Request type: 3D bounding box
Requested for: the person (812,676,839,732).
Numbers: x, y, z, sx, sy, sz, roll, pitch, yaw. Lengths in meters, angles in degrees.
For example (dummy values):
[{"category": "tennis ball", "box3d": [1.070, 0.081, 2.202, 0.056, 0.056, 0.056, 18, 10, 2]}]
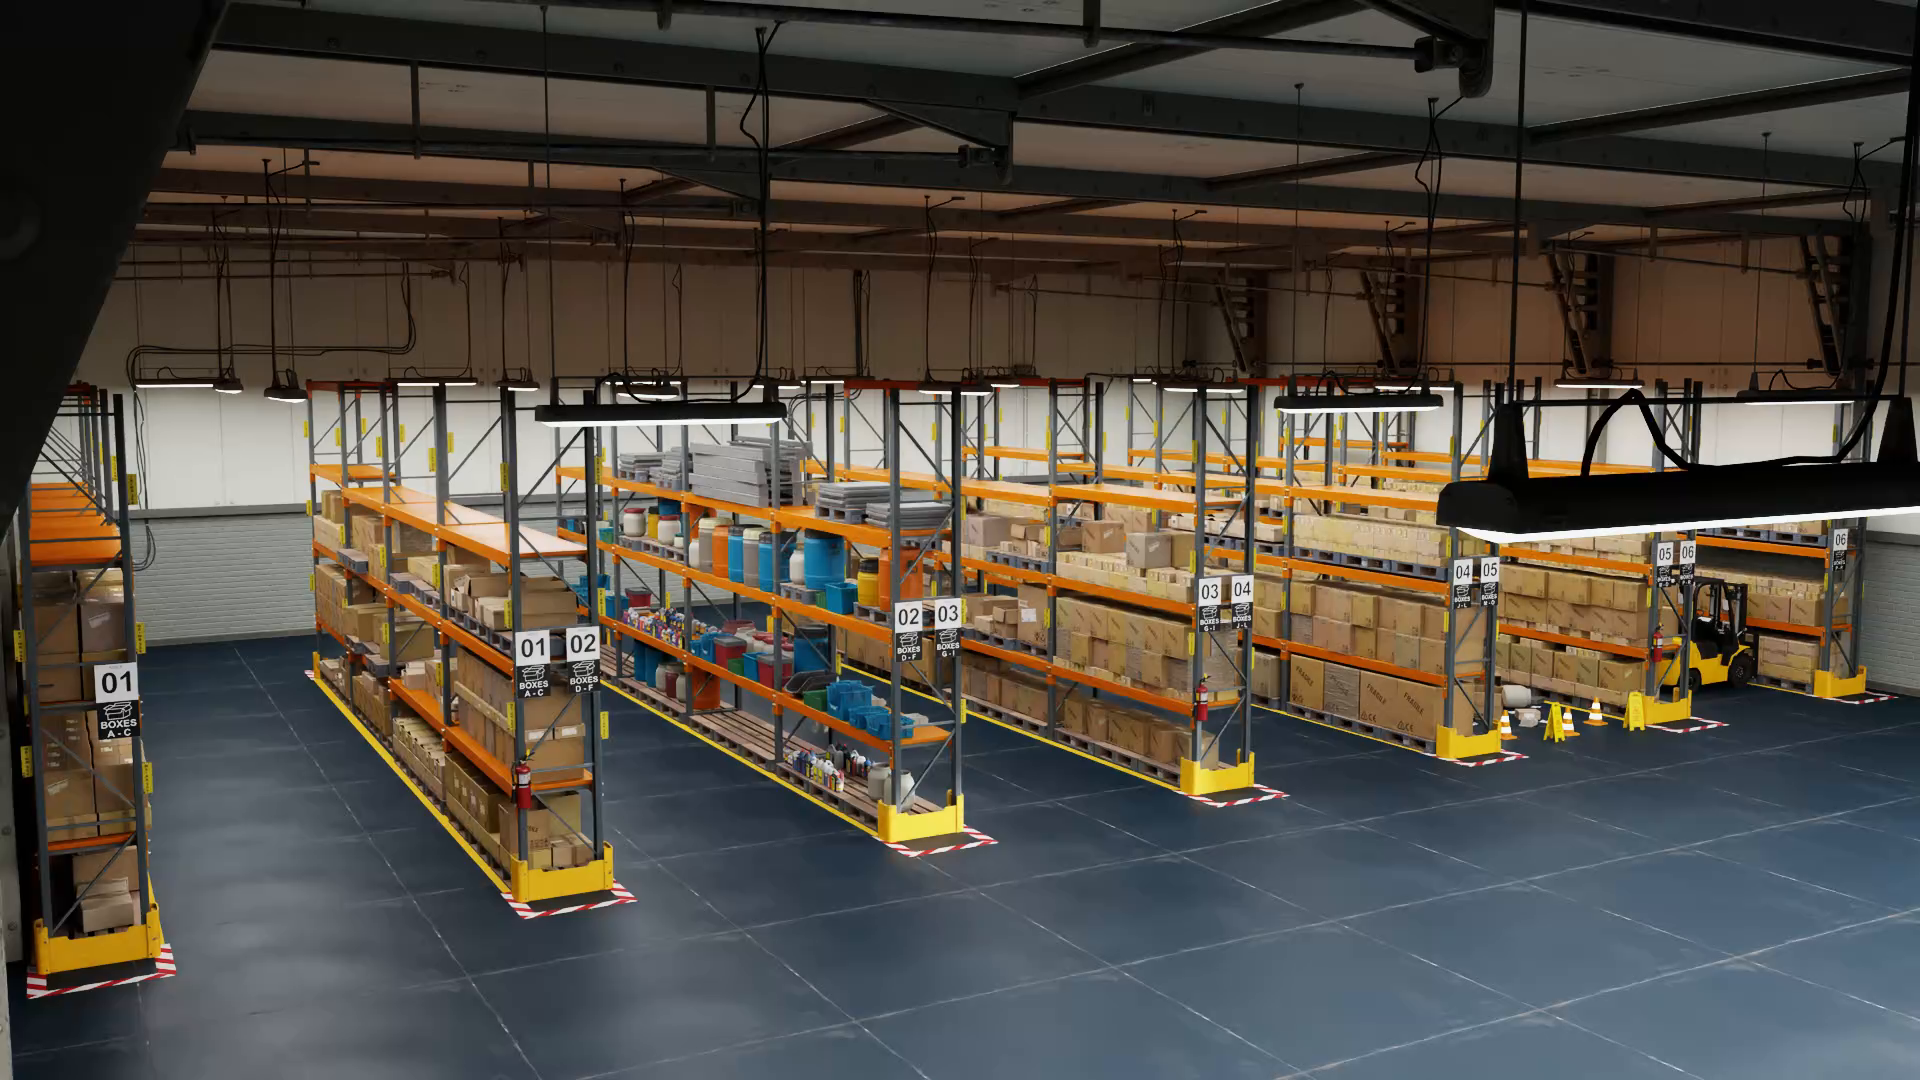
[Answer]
[{"category": "person", "box3d": [-2.324, 2.393, 28.205, 0.577, 1.763, 0.663, 1, 6, 11]}]
